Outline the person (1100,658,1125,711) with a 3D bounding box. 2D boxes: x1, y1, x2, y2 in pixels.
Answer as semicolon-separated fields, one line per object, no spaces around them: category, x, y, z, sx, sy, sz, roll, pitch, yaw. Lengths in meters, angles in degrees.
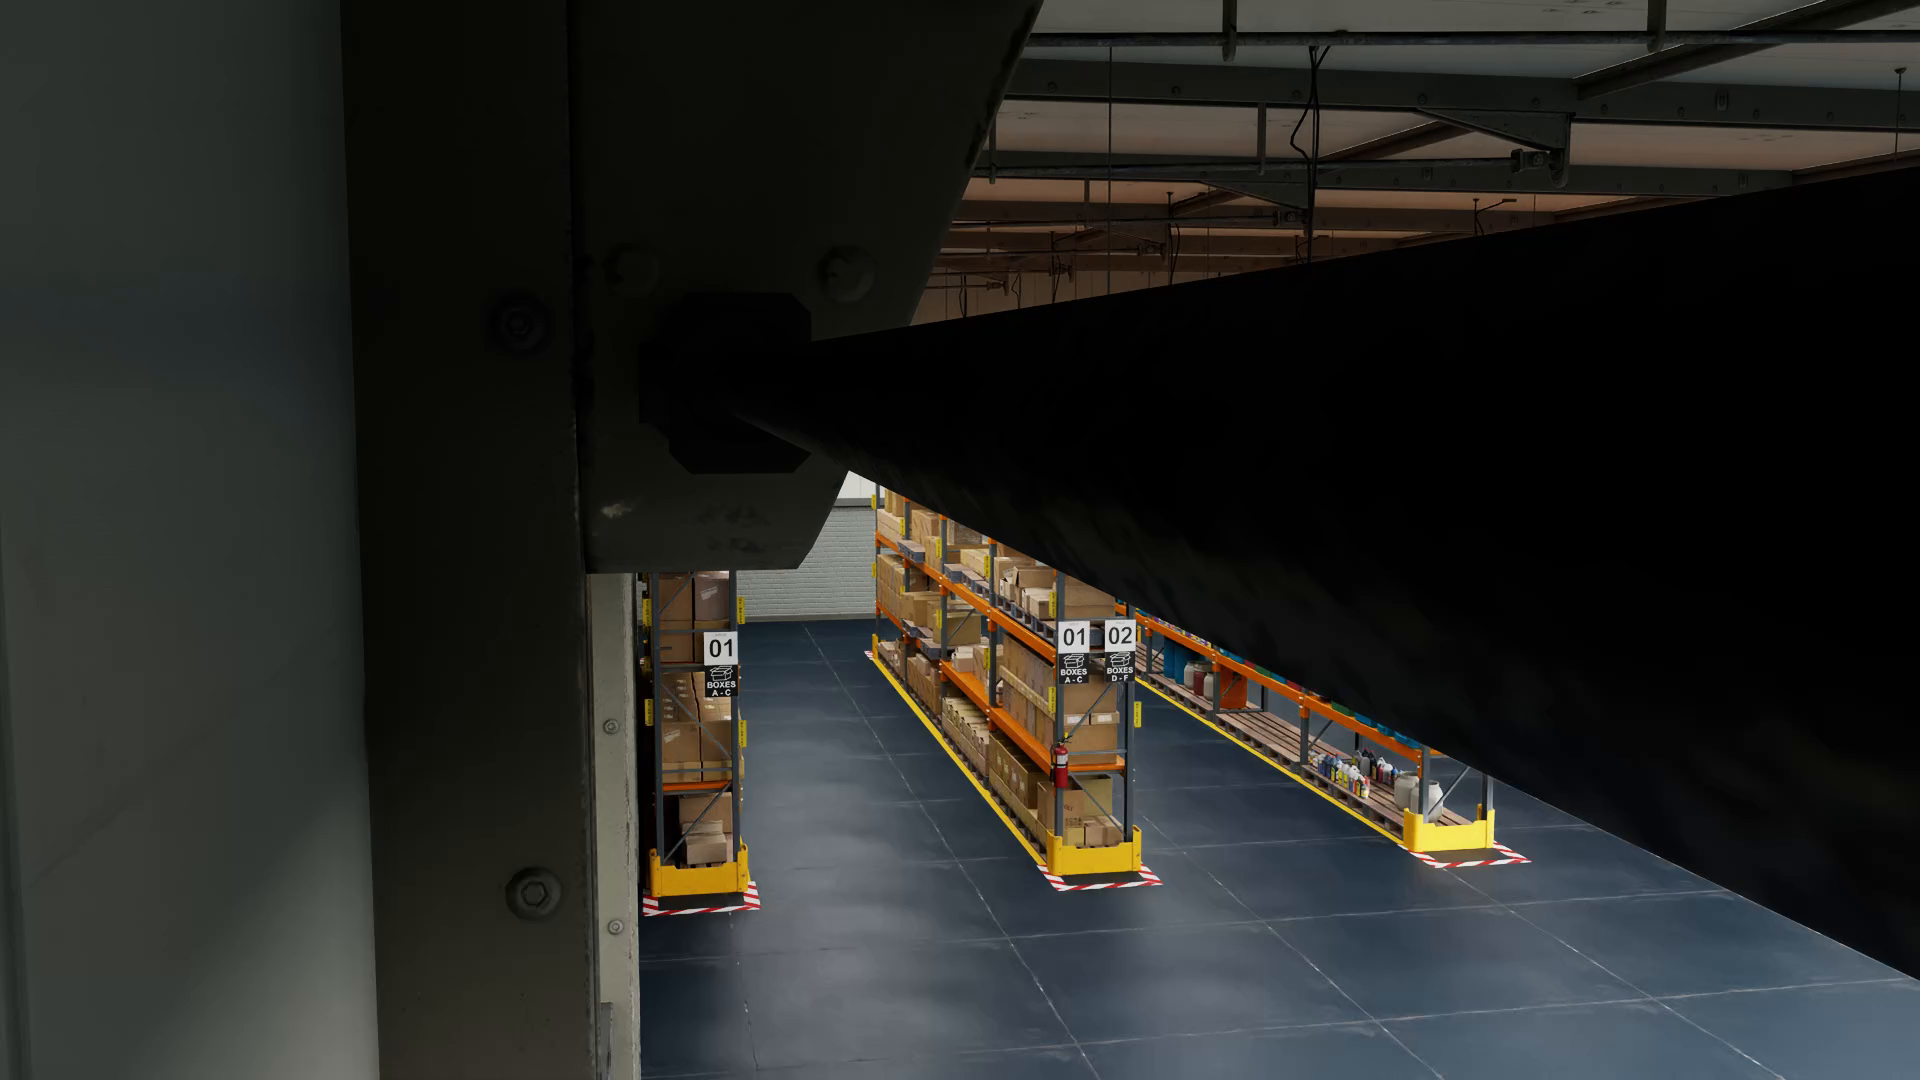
person;2.863;2.426;30.147;0.580;1.658;0.630;-1;6;-12
